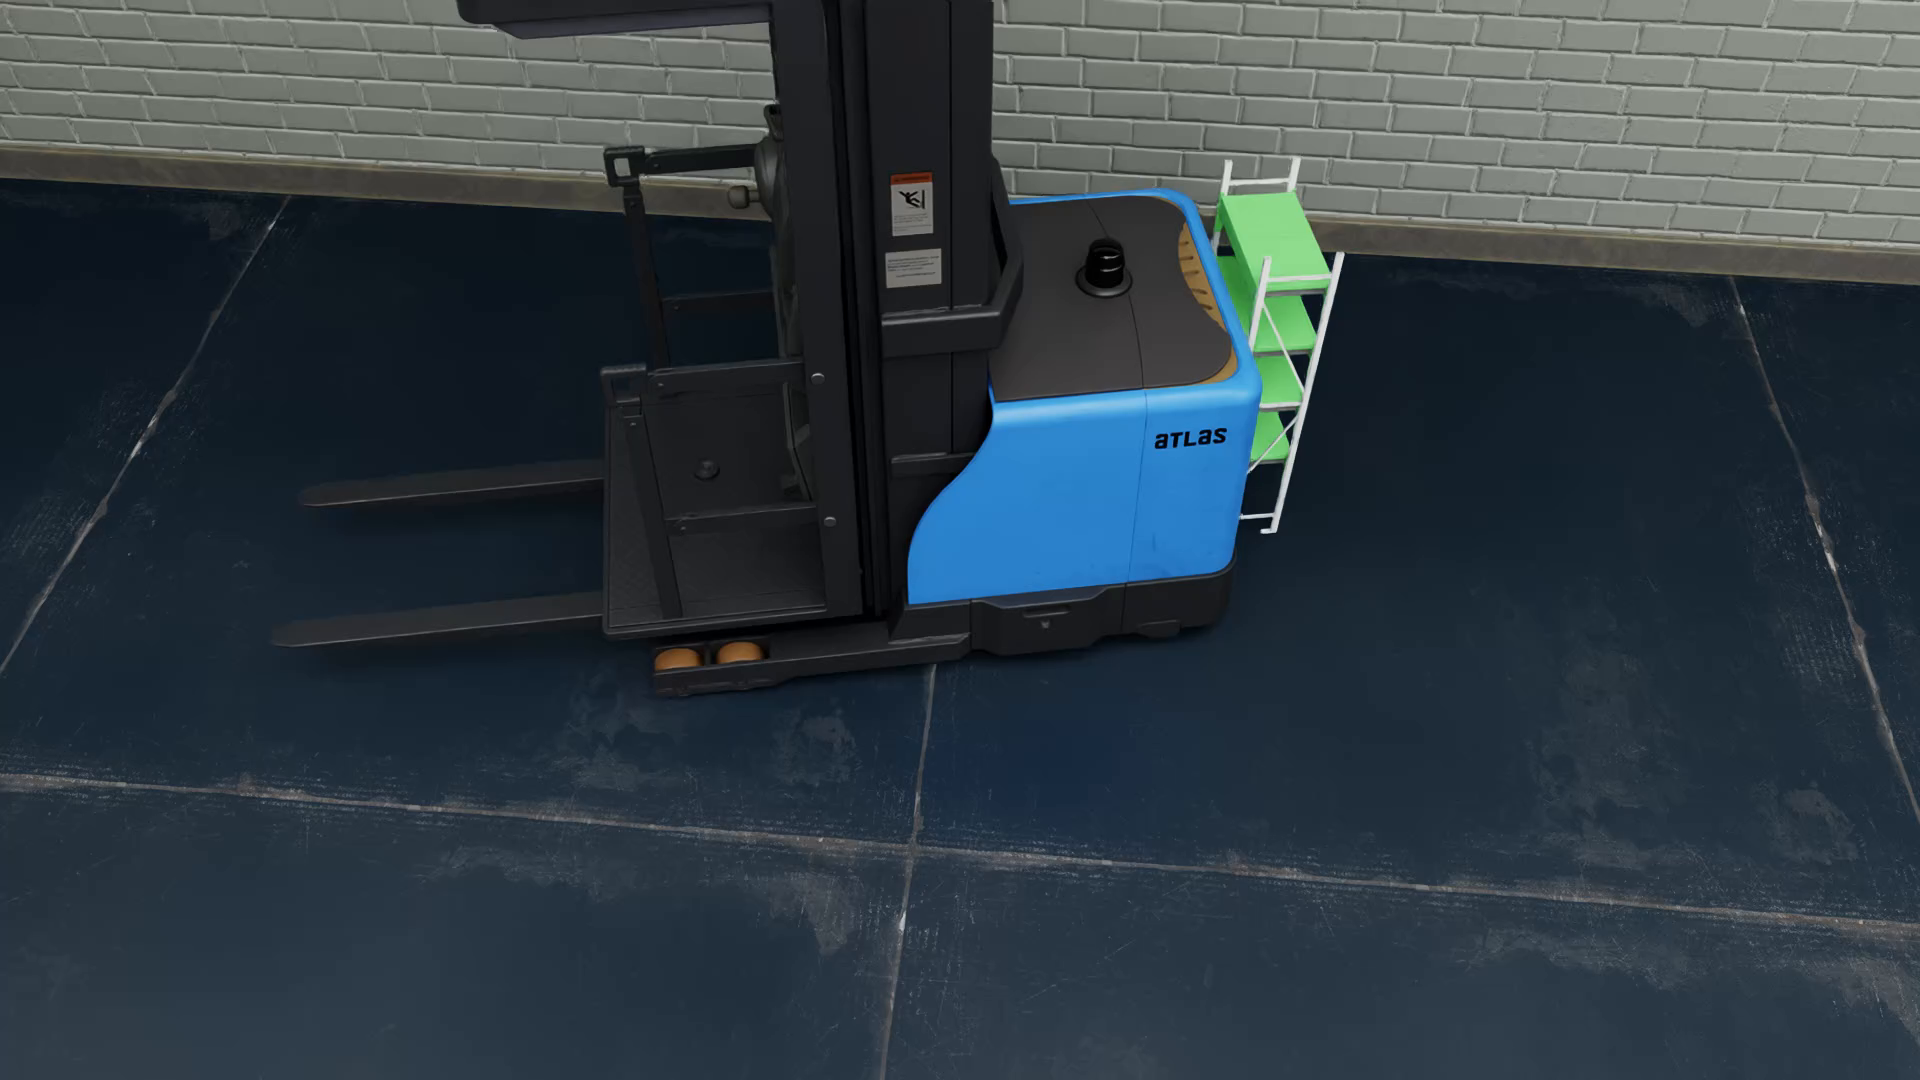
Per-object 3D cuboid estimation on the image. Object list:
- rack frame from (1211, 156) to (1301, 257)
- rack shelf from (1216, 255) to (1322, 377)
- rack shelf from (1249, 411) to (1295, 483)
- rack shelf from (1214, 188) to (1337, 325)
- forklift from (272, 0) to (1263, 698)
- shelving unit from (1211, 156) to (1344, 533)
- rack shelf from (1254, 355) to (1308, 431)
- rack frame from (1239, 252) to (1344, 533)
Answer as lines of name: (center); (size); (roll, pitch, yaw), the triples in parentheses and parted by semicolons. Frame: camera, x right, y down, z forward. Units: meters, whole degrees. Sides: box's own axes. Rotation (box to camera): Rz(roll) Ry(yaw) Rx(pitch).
rack frame: (0.933, -0.786, 5.651); (0.240, 1.200, 0.015); (-4, 48, -6)
rack shelf: (0.969, -0.727, 5.358); (0.258, 0.148, 0.480); (-4, 48, -6)
rack shelf: (0.956, -0.402, 5.711); (0.258, 0.148, 0.480); (-4, 48, -6)
rack shelf: (0.975, -0.889, 5.182); (0.258, 0.148, 0.480); (-4, 48, -6)
forklift: (-0.677, -0.908, 4.594); (3.031, 2.935, 1.130); (-6, 48, -5)
shelving unit: (0.964, -0.608, 5.488); (0.258, 1.200, 0.503); (-4, 48, -6)
rack shelf: (0.963, -0.564, 5.535); (0.258, 0.148, 0.480); (-4, 48, -6)
rack frame: (0.995, -0.429, 5.324); (0.240, 1.200, 0.015); (-4, 48, -6)
